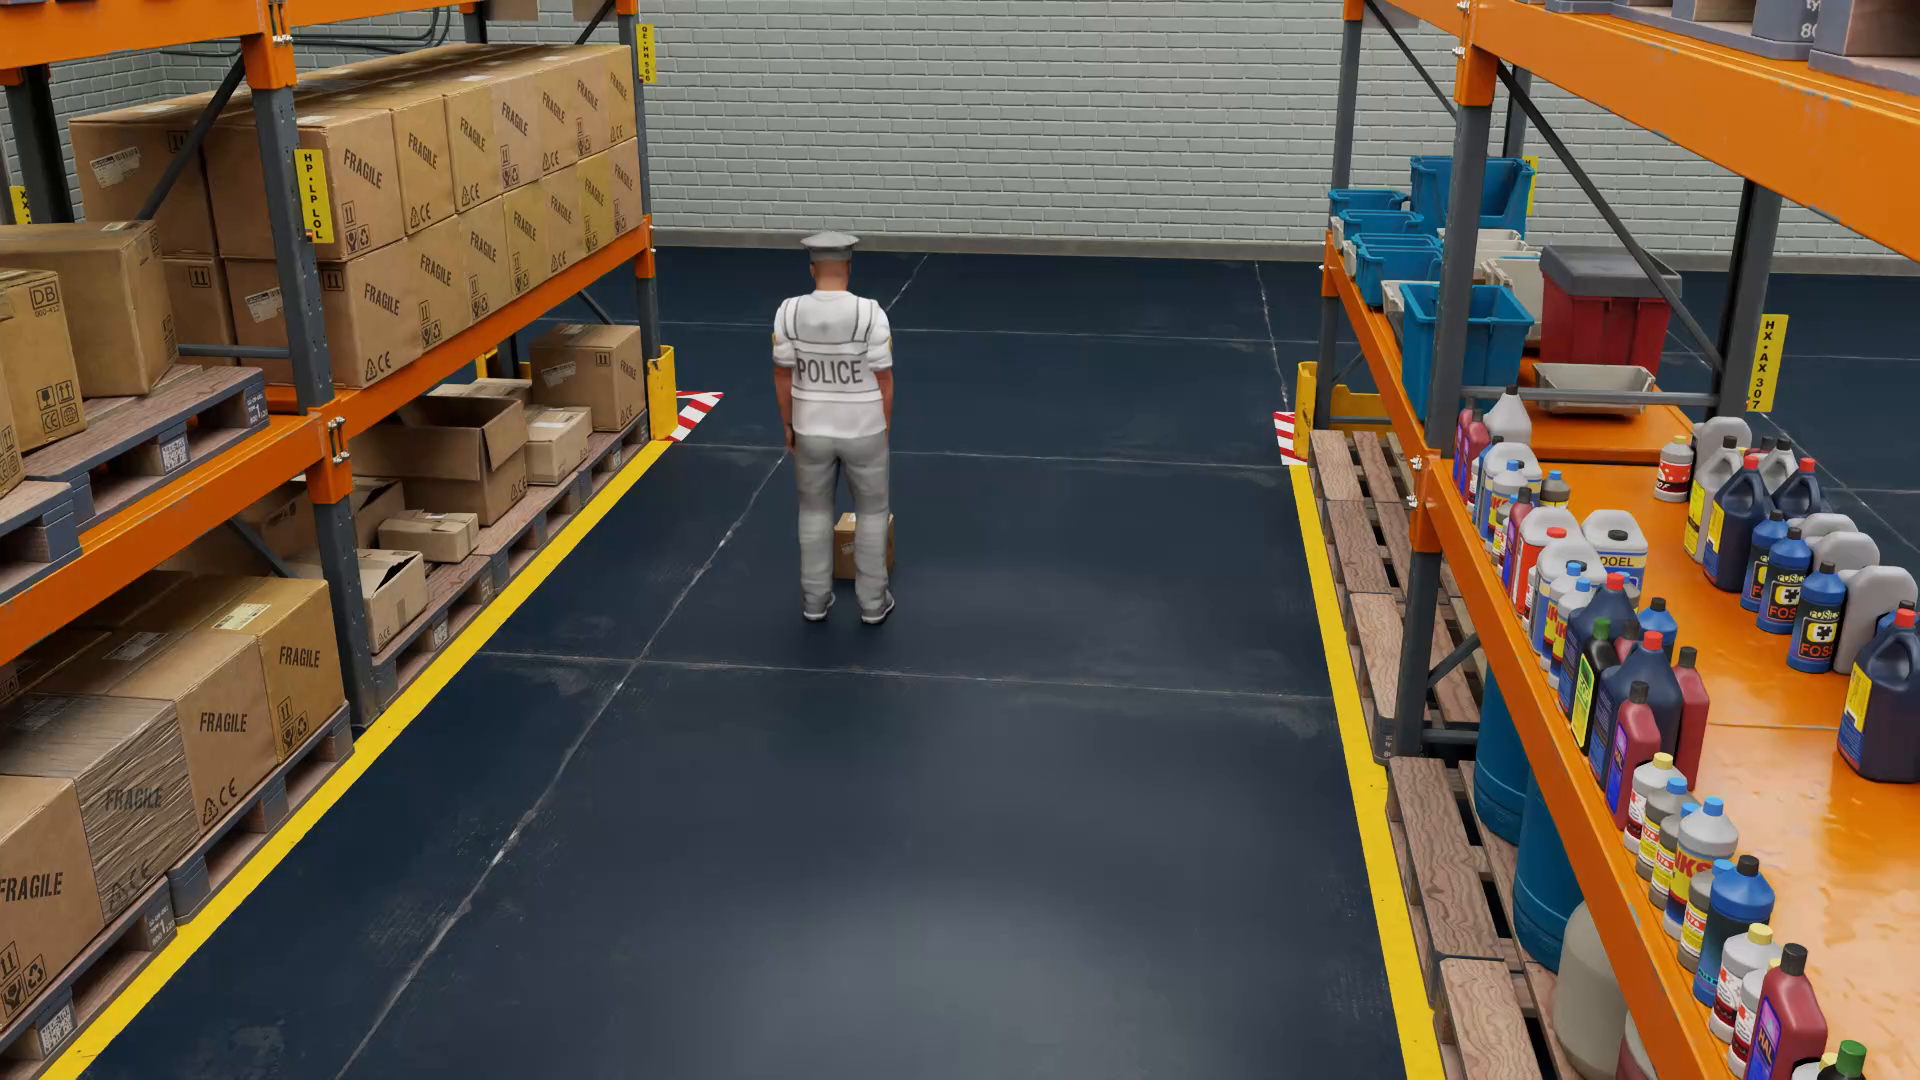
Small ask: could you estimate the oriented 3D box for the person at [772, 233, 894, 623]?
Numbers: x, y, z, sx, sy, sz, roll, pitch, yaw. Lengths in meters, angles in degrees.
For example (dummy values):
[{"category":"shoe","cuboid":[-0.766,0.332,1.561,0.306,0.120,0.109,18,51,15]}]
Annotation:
[{"category":"person","cuboid":[-0.546,-0.481,7.348,0.530,1.740,0.391,3,21,7]}]
